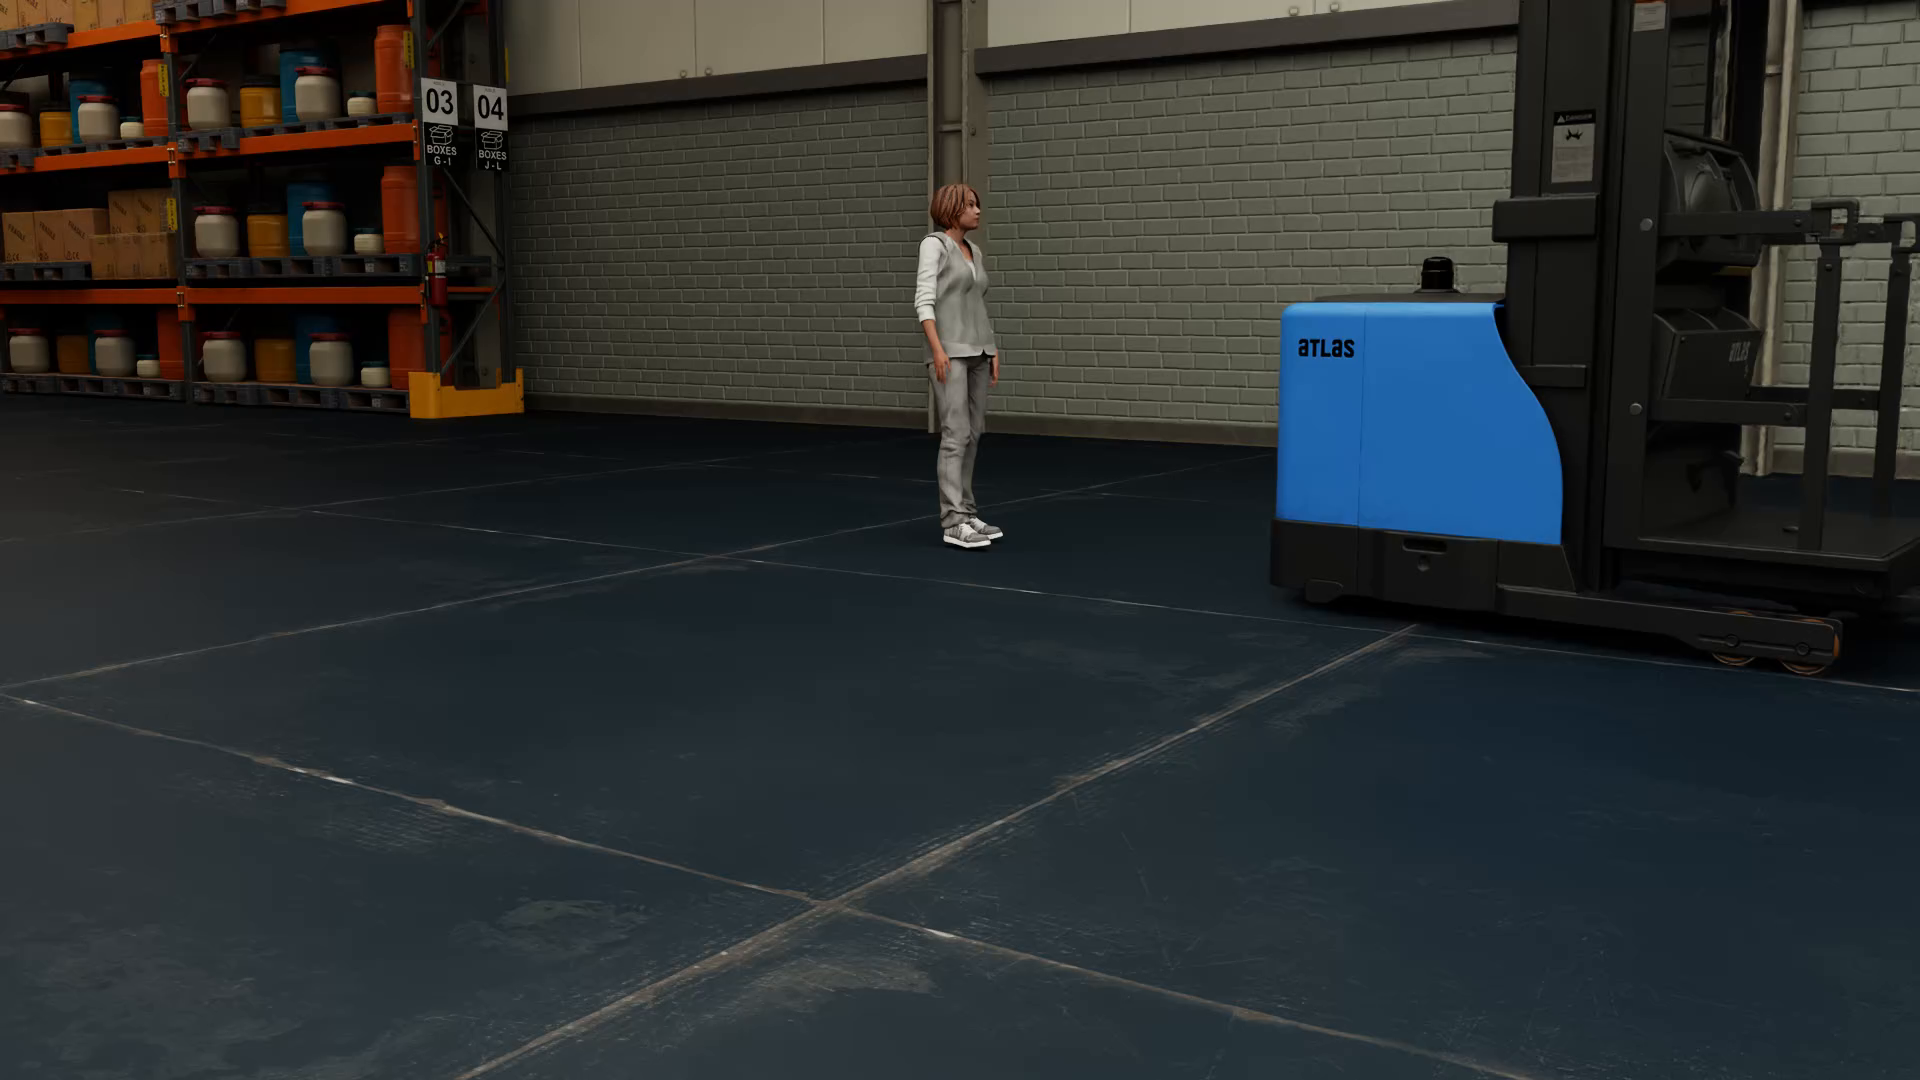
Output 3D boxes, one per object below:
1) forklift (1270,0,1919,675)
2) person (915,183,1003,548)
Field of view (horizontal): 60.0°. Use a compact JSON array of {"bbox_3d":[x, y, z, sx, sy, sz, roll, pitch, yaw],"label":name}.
[{"bbox_3d":[2.576,-1.142,5.221,3.031,2.935,1.130,7,10,39],"label":"forklift"},{"bbox_3d":[0.054,-0.787,7.438,0.473,1.592,0.520,5,10,34],"label":"person"}]
